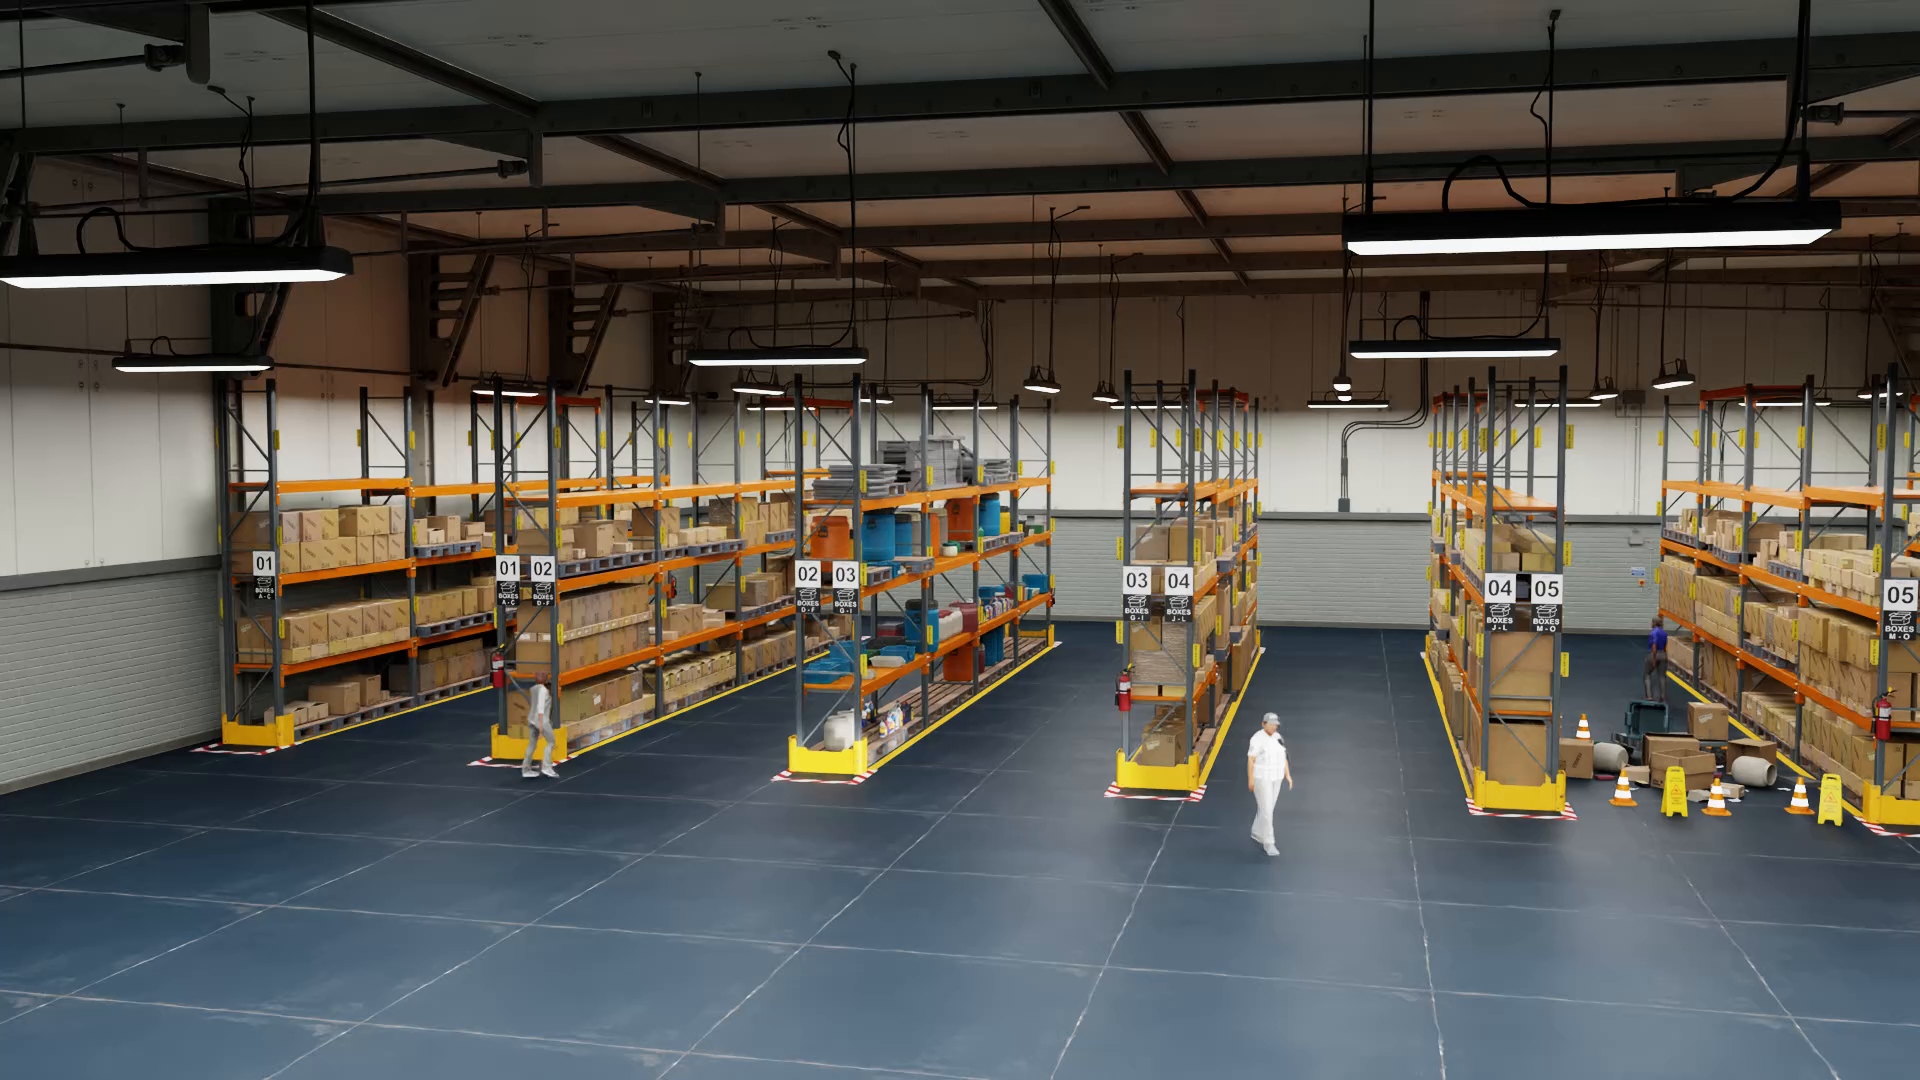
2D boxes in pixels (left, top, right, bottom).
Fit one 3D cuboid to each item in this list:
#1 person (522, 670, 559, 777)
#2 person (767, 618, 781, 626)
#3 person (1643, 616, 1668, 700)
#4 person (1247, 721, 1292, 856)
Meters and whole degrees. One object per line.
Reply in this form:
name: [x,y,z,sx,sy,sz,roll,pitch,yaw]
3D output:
person: [-6.282,2.736,24.660,0.432,1.613,0.521,3,5,44]
person: [-4.810,1.608,41.766,0.556,1.792,0.493,3,5,44]
person: [13.280,2.236,31.582,0.425,1.556,0.516,0,3,-7]
person: [3.795,2.965,20.397,0.538,1.656,0.737,-3,4,-36]
